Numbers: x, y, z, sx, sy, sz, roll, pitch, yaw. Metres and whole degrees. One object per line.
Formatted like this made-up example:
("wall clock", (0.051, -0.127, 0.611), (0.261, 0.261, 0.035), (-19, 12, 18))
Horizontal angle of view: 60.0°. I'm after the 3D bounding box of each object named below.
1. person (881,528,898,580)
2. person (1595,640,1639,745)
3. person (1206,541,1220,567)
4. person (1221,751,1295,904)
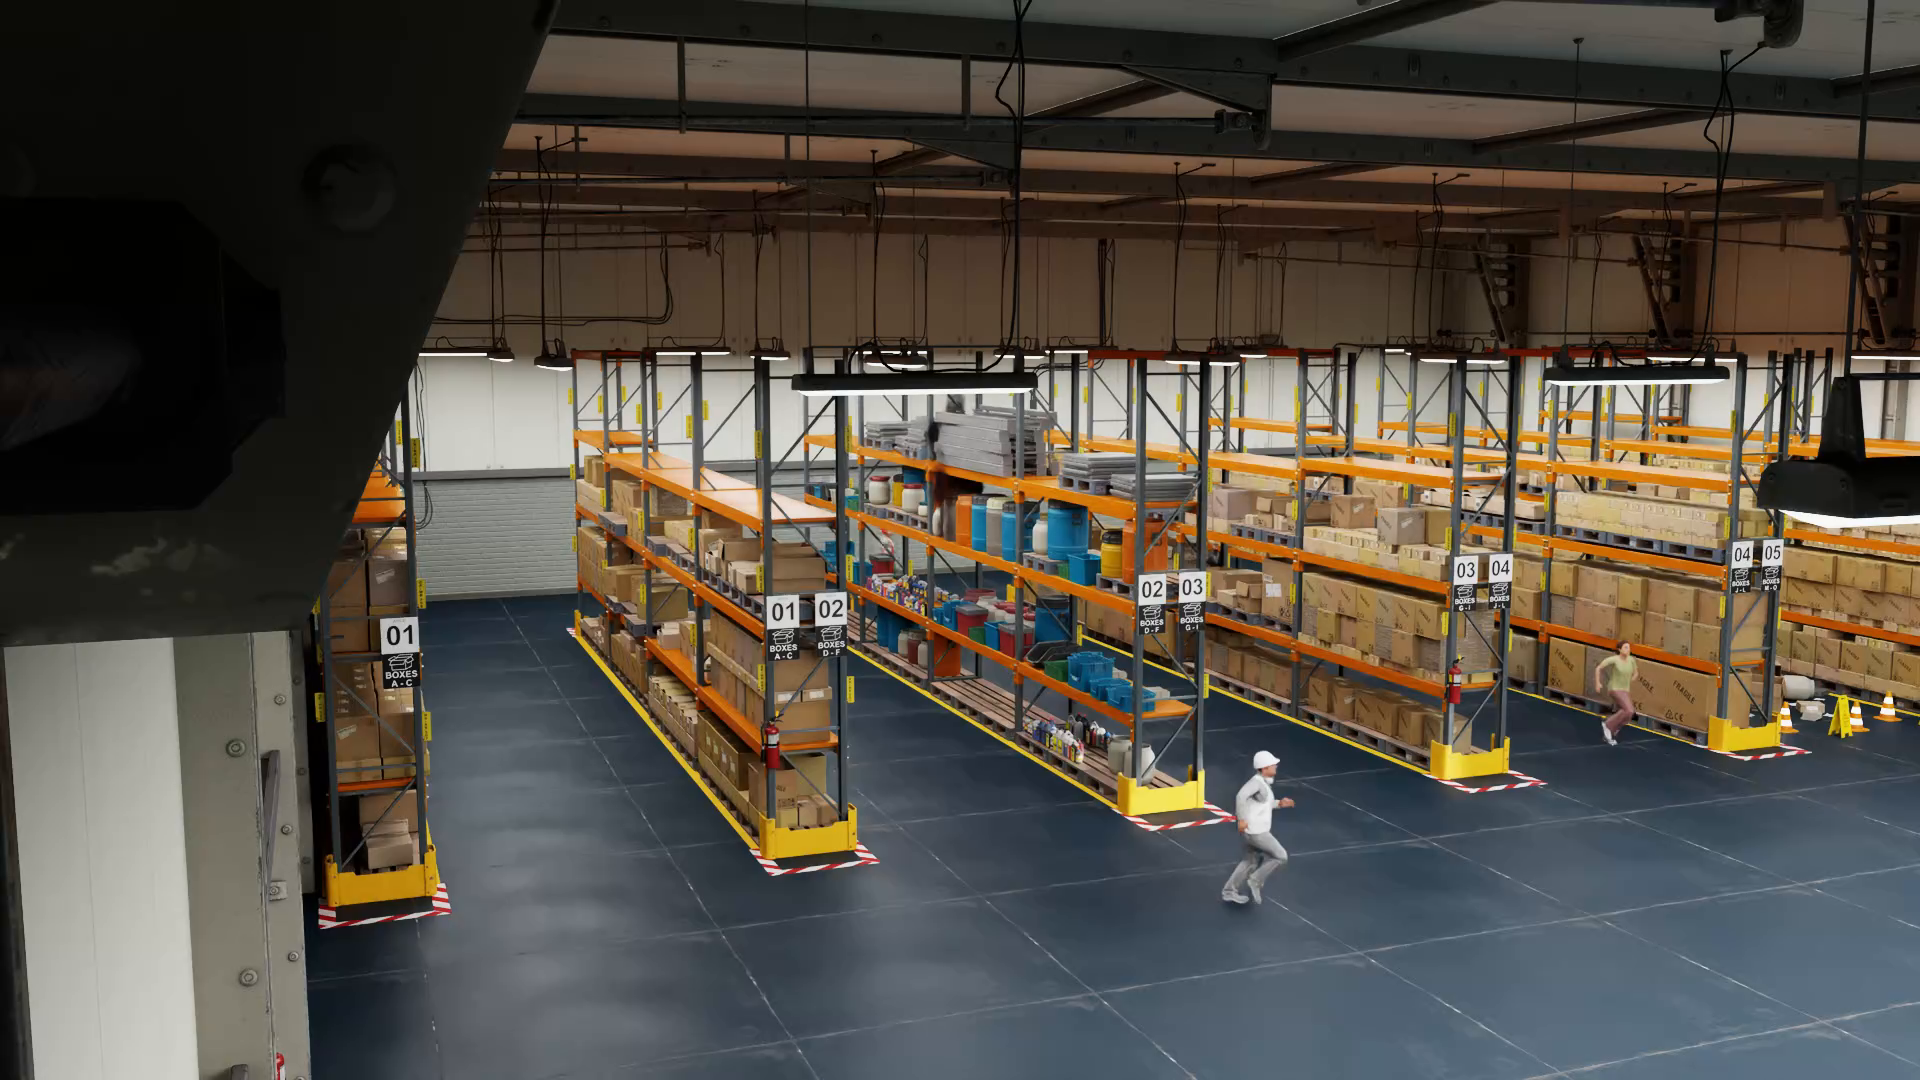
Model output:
("person", (-1.778, 0.522, 39.864), (0.606, 1.744, 0.656), (0, 7, 1))
("person", (10.195, 2.350, 25.671), (0.666, 1.627, 0.579), (-4, 8, -32))
("person", (5.727, 0.862, 37.269), (0.646, 1.690, 0.584), (-2, 7, -17))
("person", (3.291, 3.178, 18.325), (0.780, 1.724, 0.688), (1, 7, 10))
